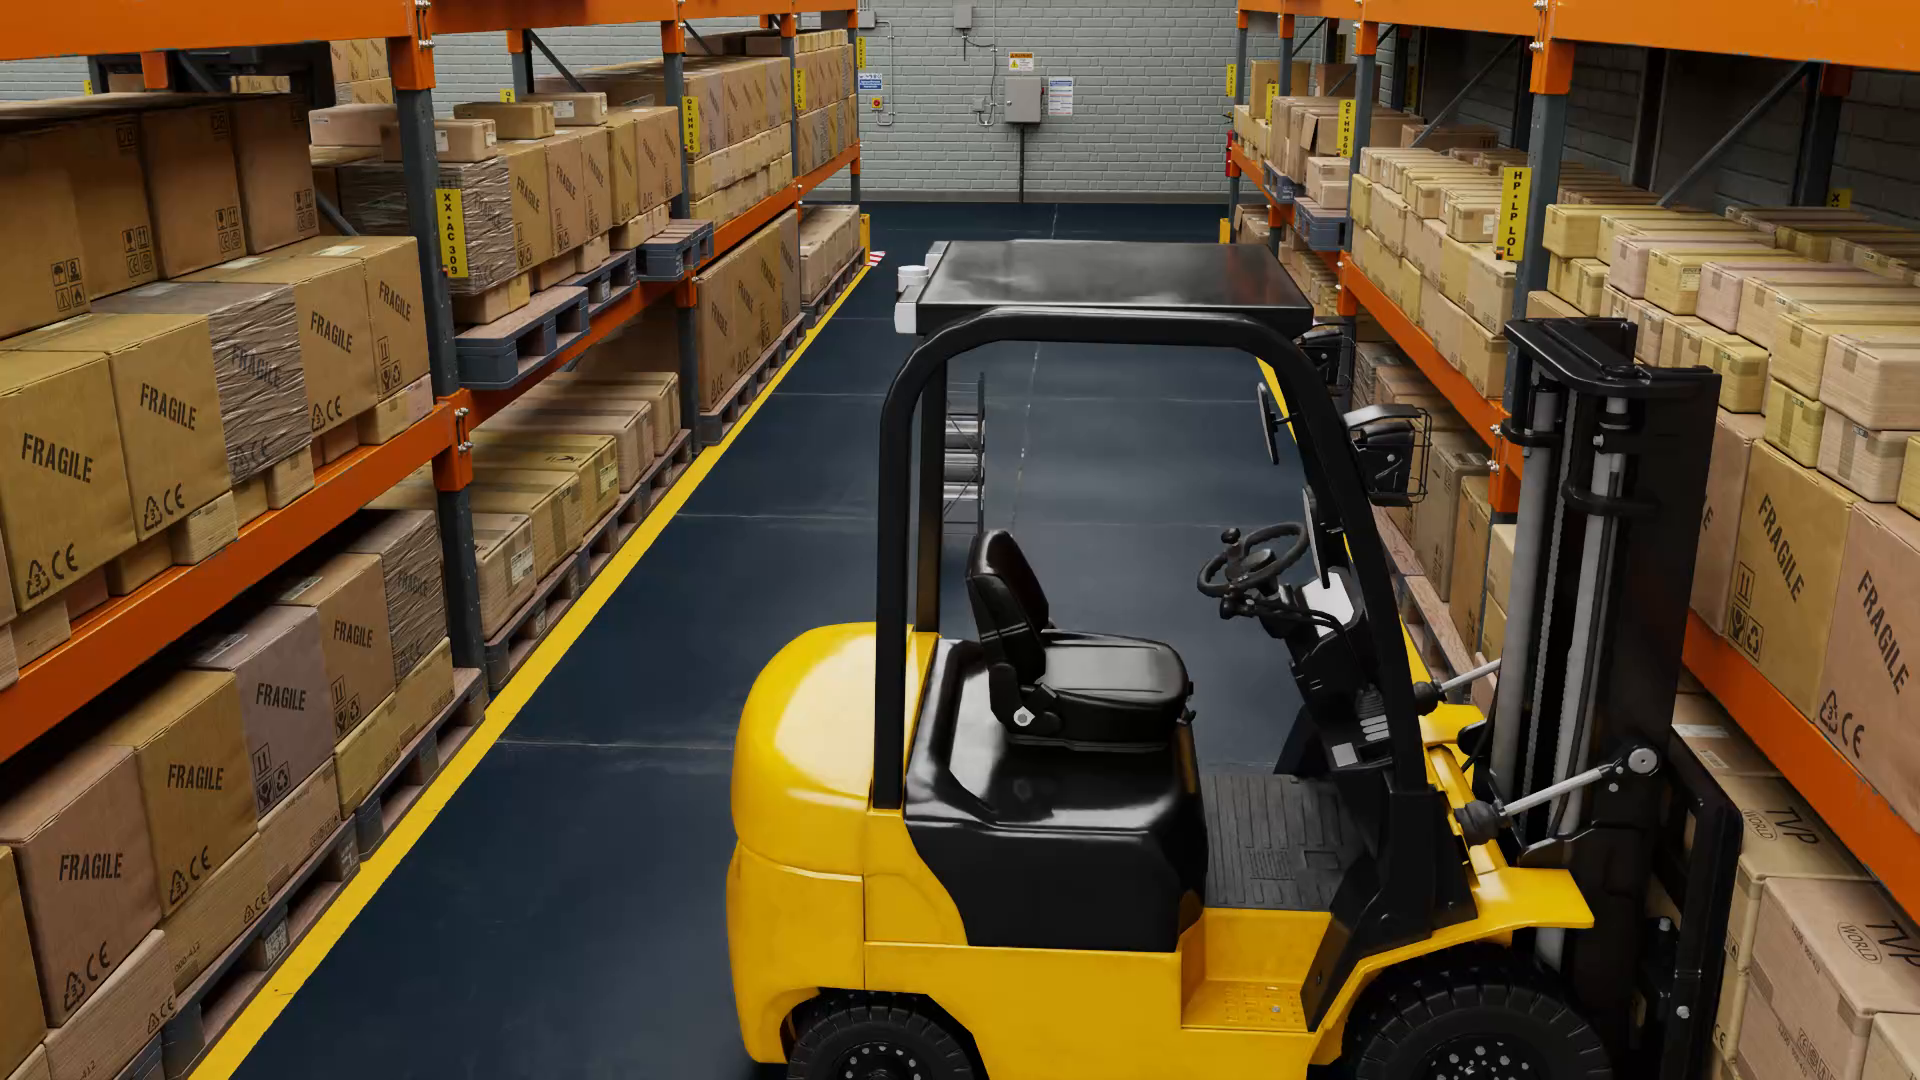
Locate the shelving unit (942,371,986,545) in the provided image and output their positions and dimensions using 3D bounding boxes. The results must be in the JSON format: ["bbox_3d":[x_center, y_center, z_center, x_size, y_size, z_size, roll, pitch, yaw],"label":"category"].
[{"bbox_3d":[0.001,-0.430,8.791,0.258,0.900,0.210,1,18,4],"label":"shelving unit"}]

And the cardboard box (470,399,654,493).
[{"bbox_3d":[-2.251,-0.532,9.274,0.950,0.372,0.625,1,18,3],"label":"cardboard box"}]

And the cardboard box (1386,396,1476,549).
[{"bbox_3d":[2.650,-0.341,8.286,0.875,0.625,0.625,1,18,2],"label":"cardboard box"}]

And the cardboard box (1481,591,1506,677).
[{"bbox_3d":[2.166,0.379,5.886,0.500,0.250,0.500,1,18,4],"label":"cardboard box"}]

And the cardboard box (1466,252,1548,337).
[{"bbox_3d":[2.289,-0.958,6.467,0.500,0.250,0.500,1,18,3],"label":"cardboard box"}]

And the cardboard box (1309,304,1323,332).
[{"bbox_3d":[2.692,-1.341,11.540,0.500,0.500,0.500,2,18,6],"label":"cardboard box"}]

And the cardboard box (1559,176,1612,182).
[{"bbox_3d":[2.883,-1.649,7.935,0.380,0.149,0.250,2,18,5],"label":"cardboard box"}]

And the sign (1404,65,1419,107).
[{"bbox_3d":[3.636,-3.657,13.407,0.100,0.325,0.005,1,18,4],"label":"sign"}]

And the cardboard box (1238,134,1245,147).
[{"bbox_3d":[3.072,-4.145,17.159,0.380,0.149,0.250,1,18,3],"label":"cardboard box"}]

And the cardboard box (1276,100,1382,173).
[{"bbox_3d":[2.787,-3.059,12.607,0.700,0.500,0.500,1,18,5],"label":"cardboard box"}]

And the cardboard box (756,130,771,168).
[{"bbox_3d":[-1.718,-2.935,12.502,0.500,0.250,0.500,2,18,5],"label":"cardboard box"}]

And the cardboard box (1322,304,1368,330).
[{"bbox_3d":[2.567,-1.440,10.799,0.380,0.149,0.250,0,18,1],"label":"cardboard box"}]

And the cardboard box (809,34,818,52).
[{"bbox_3d":[-1.482,-4.469,14.936,0.380,0.149,0.250,1,18,2],"label":"cardboard box"}]

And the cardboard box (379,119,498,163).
[{"bbox_3d":[-2.056,-1.578,6.567,0.380,0.149,0.250,1,18,4],"label":"cardboard box"}]

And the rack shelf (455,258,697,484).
[{"bbox_3d":[-2.299,-1.022,8.381,1.077,0.370,4.000,1,18,4],"label":"rack shelf"}]

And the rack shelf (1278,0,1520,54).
[{"bbox_3d":[2.939,-3.581,11.371,1.077,0.370,4.000,1,18,4],"label":"rack shelf"}]

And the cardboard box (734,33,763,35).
[{"bbox_3d":[-2.010,-4.557,15.205,0.380,0.149,0.250,1,18,3],"label":"cardboard box"}]

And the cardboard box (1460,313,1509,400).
[{"bbox_3d":[2.284,-0.725,6.558,0.500,0.250,0.500,2,18,5],"label":"cardboard box"}]

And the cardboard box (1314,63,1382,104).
[{"bbox_3d":[3.454,-4.001,14.875,0.500,0.500,0.500,1,18,2],"label":"cardboard box"}]

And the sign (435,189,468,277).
[{"bbox_3d":[-1.901,-1.145,6.209,0.100,0.325,0.005,1,18,4],"label":"sign"}]

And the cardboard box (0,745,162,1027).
[{"bbox_3d":[-2.361,0.836,4.092,0.500,0.500,0.500,1,18,2],"label":"cardboard box"}]

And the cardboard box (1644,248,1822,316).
[{"bbox_3d":[2.139,-0.717,4.613,0.380,0.149,0.250,1,18,3],"label":"cardboard box"}]

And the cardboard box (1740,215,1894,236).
[{"bbox_3d":[2.728,-0.948,5.318,0.380,0.149,0.250,1,18,2],"label":"cardboard box"}]

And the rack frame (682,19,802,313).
[{"bbox_3d":[-1.869,-3.228,13.956,1.000,3.000,0.127,1,18,4],"label":"rack frame"}]

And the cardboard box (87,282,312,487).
[{"bbox_3d":[-2.289,-0.467,4.893,0.500,0.500,0.500,2,18,5],"label":"cardboard box"}]

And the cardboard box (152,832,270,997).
[{"bbox_3d":[-2.325,1.034,4.692,0.500,0.250,0.500,3,18,8],"label":"cardboard box"}]

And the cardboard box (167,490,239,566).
[{"bbox_3d":[-2.262,-0.042,4.637,0.380,0.149,0.250,1,18,4],"label":"cardboard box"}]

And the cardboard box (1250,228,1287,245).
[{"bbox_3d":[3.056,-2.597,15.372,0.700,0.500,0.500,1,18,2],"label":"cardboard box"}]

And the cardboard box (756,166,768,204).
[{"bbox_3d":[-1.743,-2.697,12.578,0.500,0.250,0.500,1,18,2],"label":"cardboard box"}]

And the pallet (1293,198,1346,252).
[{"bbox_3d":[2.774,-1.997,10.508,1.213,0.211,1.003,1,18,4],"label":"pallet"}]

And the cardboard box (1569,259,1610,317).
[{"bbox_3d":[2.206,-0.816,5.393,0.380,0.149,0.250,2,18,5],"label":"cardboard box"}]

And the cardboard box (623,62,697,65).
[{"bbox_3d":[-2.235,-3.306,12.428,0.500,0.500,0.500,1,18,3],"label":"cardboard box"}]

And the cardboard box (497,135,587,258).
[{"bbox_3d":[-2.039,-1.580,7.614,0.500,0.500,0.500,1,18,4],"label":"cardboard box"}]

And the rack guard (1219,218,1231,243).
[{"bbox_3d":[3.363,-3.149,17.730,1.175,0.500,0.348,1,18,4],"label":"rack guard"}]

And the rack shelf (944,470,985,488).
[{"bbox_3d":[0.001,-0.313,8.829,0.258,0.077,0.200,1,18,4],"label":"rack shelf"}]

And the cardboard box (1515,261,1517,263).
[{"bbox_3d":[2.312,-1.100,6.261,0.380,0.149,0.250,2,18,6],"label":"cardboard box"}]

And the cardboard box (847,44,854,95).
[{"bbox_3d":[-1.379,-4.838,17.103,0.500,0.500,0.500,2,18,6],"label":"cardboard box"}]

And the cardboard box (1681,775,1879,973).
[{"bbox_3d":[2.001,0.775,3.876,0.500,0.250,0.500,2,18,5],"label":"cardboard box"}]

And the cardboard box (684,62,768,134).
[{"bbox_3d":[-1.736,-3.288,12.374,0.500,0.500,0.500,2,18,6],"label":"cardboard box"}]

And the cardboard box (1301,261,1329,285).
[{"bbox_3d":[2.780,-2.003,12.516,0.380,0.149,0.250,1,18,4],"label":"cardboard box"}]

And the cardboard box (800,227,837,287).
[{"bbox_3d":[-1.654,-2.680,15.726,0.875,0.438,0.875,1,18,2],"label":"cardboard box"}]

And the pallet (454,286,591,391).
[{"bbox_3d":[-2.243,-0.886,7.118,1.003,0.211,1.213,1,18,4],"label":"pallet"}]

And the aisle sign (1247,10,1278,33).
[{"bbox_3d":[3.081,-5.624,17.093,0.394,0.787,0.004,1,18,4],"label":"aisle sign"}]

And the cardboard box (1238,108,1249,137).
[{"bbox_3d":[3.032,-4.139,16.501,0.500,0.250,0.500,1,18,5],"label":"cardboard box"}]

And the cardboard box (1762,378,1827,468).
[{"bbox_3d":[2.035,-0.260,3.696,0.380,0.149,0.250,1,18,4],"label":"cardboard box"}]

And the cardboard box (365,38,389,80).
[{"bbox_3d":[-6.312,-5.066,17.321,0.500,0.500,0.500,1,18,3],"label":"cardboard box"}]

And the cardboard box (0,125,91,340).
[{"bbox_3d":[-2.759,-0.798,4.297,0.700,0.500,0.500,1,18,4],"label":"cardboard box"}]

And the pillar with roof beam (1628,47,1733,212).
[{"bbox_3d":[-0.693,-4.398,7.892,9.100,9.000,0.400,1,18,4],"label":"pillar with roof beam"}]

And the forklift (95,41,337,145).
[{"bbox_3d":[-4.703,-2.161,10.811,1.130,2.935,3.031,2,18,6],"label":"forklift"}]

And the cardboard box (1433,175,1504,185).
[{"bbox_3d":[2.474,-1.655,7.955,0.380,0.149,0.250,1,18,4],"label":"cardboard box"}]

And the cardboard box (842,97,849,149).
[{"bbox_3d":[-1.404,-4.206,16.782,0.500,0.500,0.500,1,18,3],"label":"cardboard box"}]

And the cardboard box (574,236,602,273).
[{"bbox_3d":[-1.967,-1.392,8.083,0.380,0.149,0.250,2,18,6],"label":"cardboard box"}]
